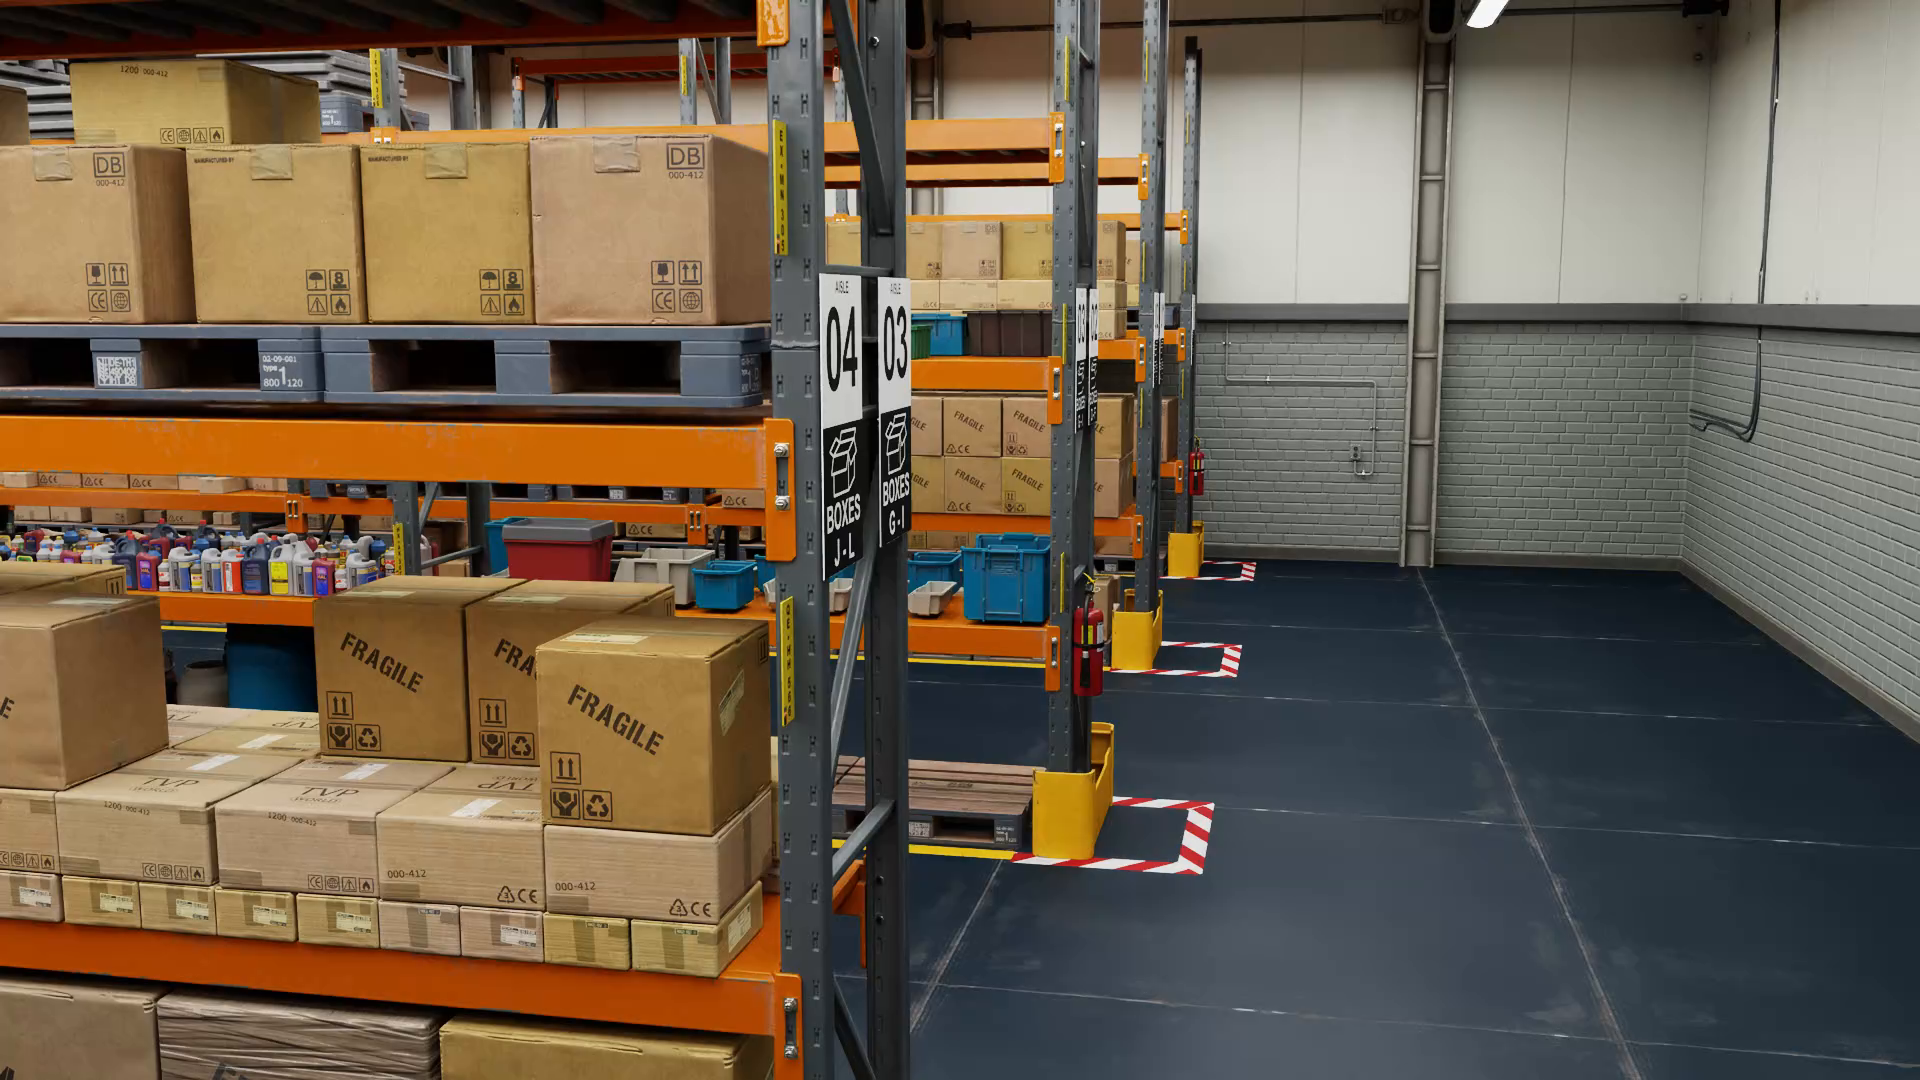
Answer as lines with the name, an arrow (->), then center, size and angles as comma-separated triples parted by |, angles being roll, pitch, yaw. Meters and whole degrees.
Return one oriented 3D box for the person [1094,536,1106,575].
person -> 1.114, 0.363, 16.359 | 0.811, 0.889, 0.429 | 2, 8, 10
